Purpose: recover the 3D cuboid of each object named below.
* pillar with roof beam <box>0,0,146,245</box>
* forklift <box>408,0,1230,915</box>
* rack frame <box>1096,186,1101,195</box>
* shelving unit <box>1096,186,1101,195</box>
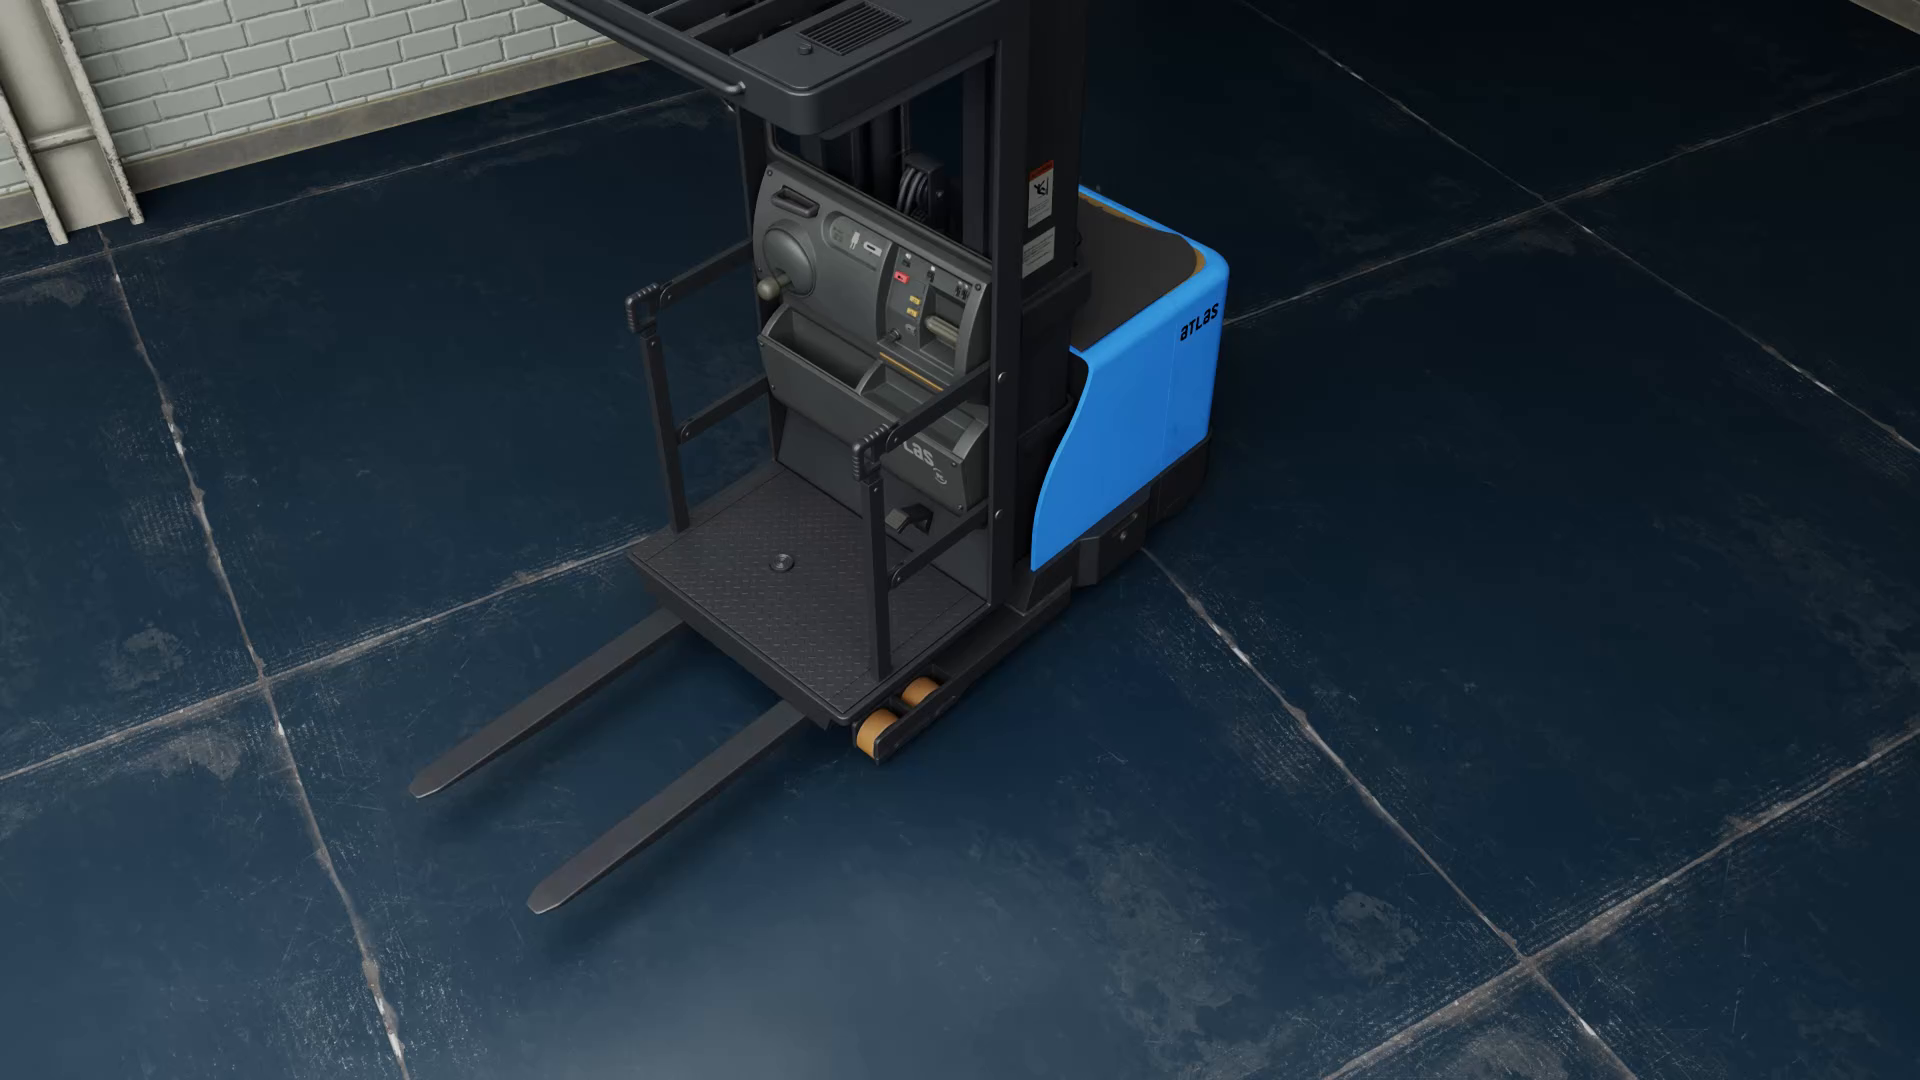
[{"bbox_3d":[-1.917,-2.144,1.998,0.400,9.000,9.100,-22,48,-21],"label":"pillar with roof beam"},{"bbox_3d":[-0.430,-0.734,4.901,1.130,2.935,3.031,33,53,29],"label":"forklift"},{"bbox_3d":[0.451,-1.079,6.713,0.240,0.900,0.006,32,53,29],"label":"rack frame"},{"bbox_3d":[0.382,-1.026,6.659,0.258,0.900,0.210,32,53,29],"label":"shelving unit"}]
